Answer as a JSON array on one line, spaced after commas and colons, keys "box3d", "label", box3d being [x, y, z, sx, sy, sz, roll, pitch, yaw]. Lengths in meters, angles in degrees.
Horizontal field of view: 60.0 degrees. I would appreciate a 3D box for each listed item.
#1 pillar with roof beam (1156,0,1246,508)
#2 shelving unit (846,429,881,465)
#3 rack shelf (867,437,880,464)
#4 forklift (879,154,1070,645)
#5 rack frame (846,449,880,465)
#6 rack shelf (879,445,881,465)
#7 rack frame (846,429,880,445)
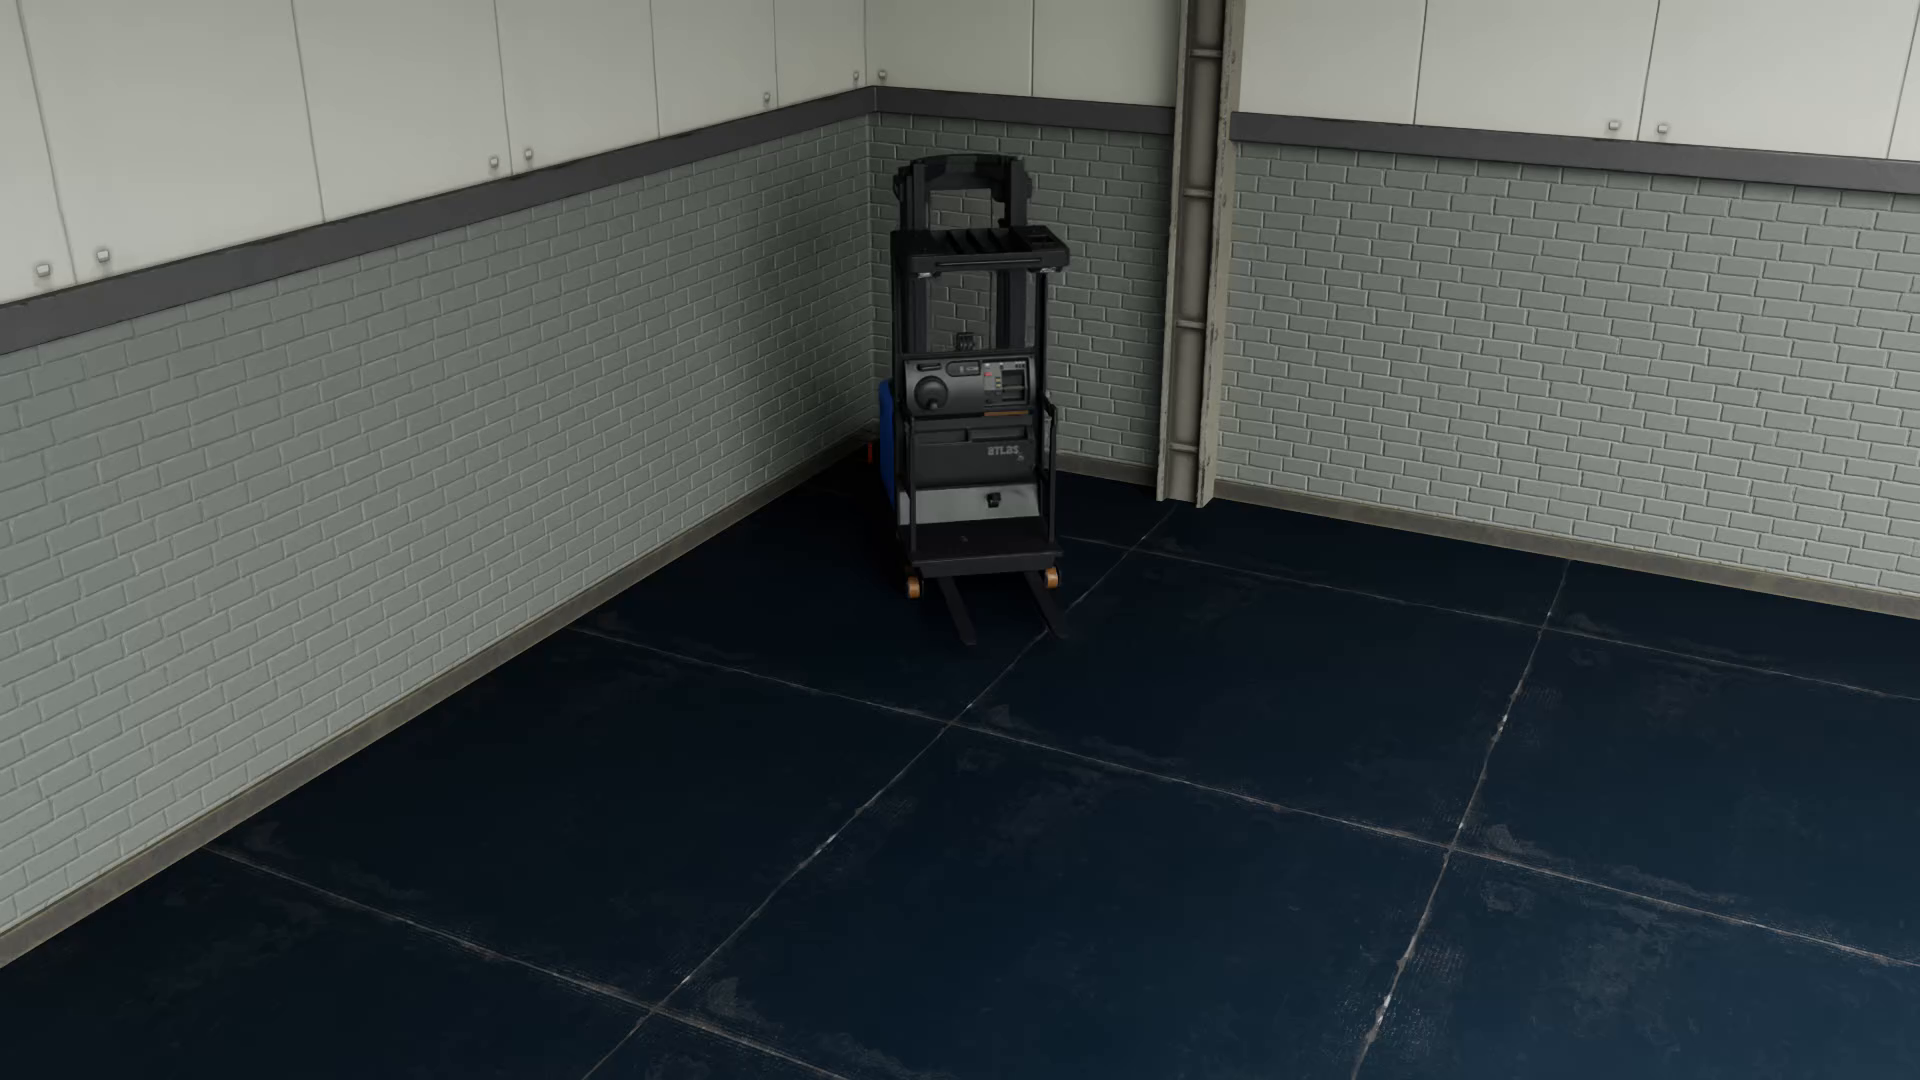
[{"box3d": [-0.108, -2.981, 8.261, 0.400, 9.000, 9.100, 11, 25, 25], "label": "pillar with roof beam"}, {"box3d": [-0.423, -0.718, 14.188, 1.200, 0.189, 0.258, 14, 27, 31], "label": "shelving unit"}, {"box3d": [-0.687, -0.784, 14.348, 0.103, 0.180, 0.258, 14, 27, 31], "label": "rack shelf"}, {"box3d": [0.111, -1.083, 11.551, 1.130, 2.935, 3.031, -4, 23, -9], "label": "forklift"}, {"box3d": [-0.423, -0.634, 14.223, 1.200, 0.006, 0.240, 14, 27, 31], "label": "rack frame"}, {"box3d": [-0.587, -0.759, 14.287, 0.103, 0.180, 0.258, 14, 27, 31], "label": "rack shelf"}, {"box3d": [-0.424, -0.802, 14.152, 1.200, 0.006, 0.240, 14, 27, 31], "label": "rack frame"}]
